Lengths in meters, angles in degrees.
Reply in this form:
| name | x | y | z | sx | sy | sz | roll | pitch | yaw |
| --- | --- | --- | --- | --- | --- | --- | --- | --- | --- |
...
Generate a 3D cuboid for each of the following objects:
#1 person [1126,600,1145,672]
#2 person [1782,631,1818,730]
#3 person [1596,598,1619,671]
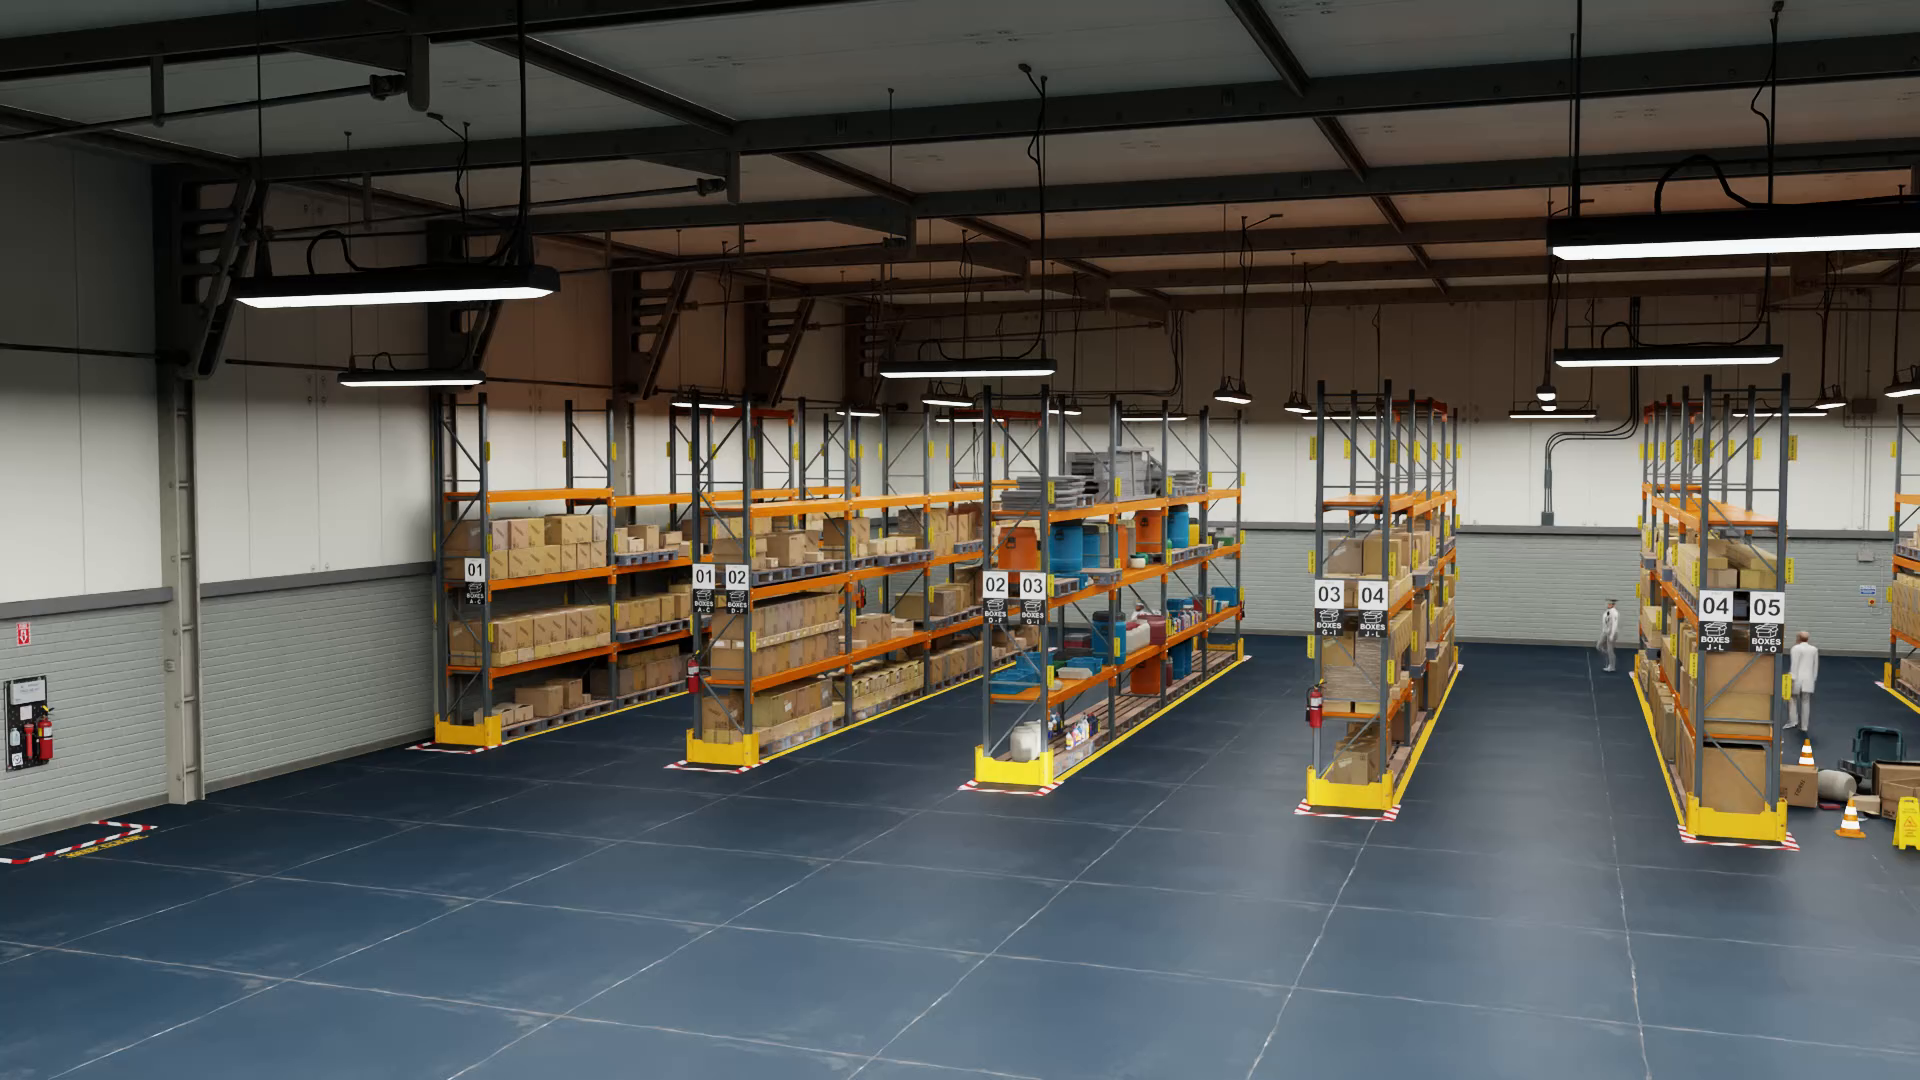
| name | x | y | z | sx | sy | sz | roll | pitch | yaw |
| --- | --- | --- | --- | --- | --- | --- | --- | --- | --- |
| person | 4.075 | 2.155 | 37.746 | 1.017 | 1.632 | 0.483 | -3 | 4 | -42 |
| person | 15.115 | 2.553 | 29.817 | 0.562 | 1.834 | 0.608 | 1 | 3 | 14 |
| person | 14.750 | 2.154 | 37.771 | 0.407 | 1.674 | 0.513 | -1 | 3 | -13 |
